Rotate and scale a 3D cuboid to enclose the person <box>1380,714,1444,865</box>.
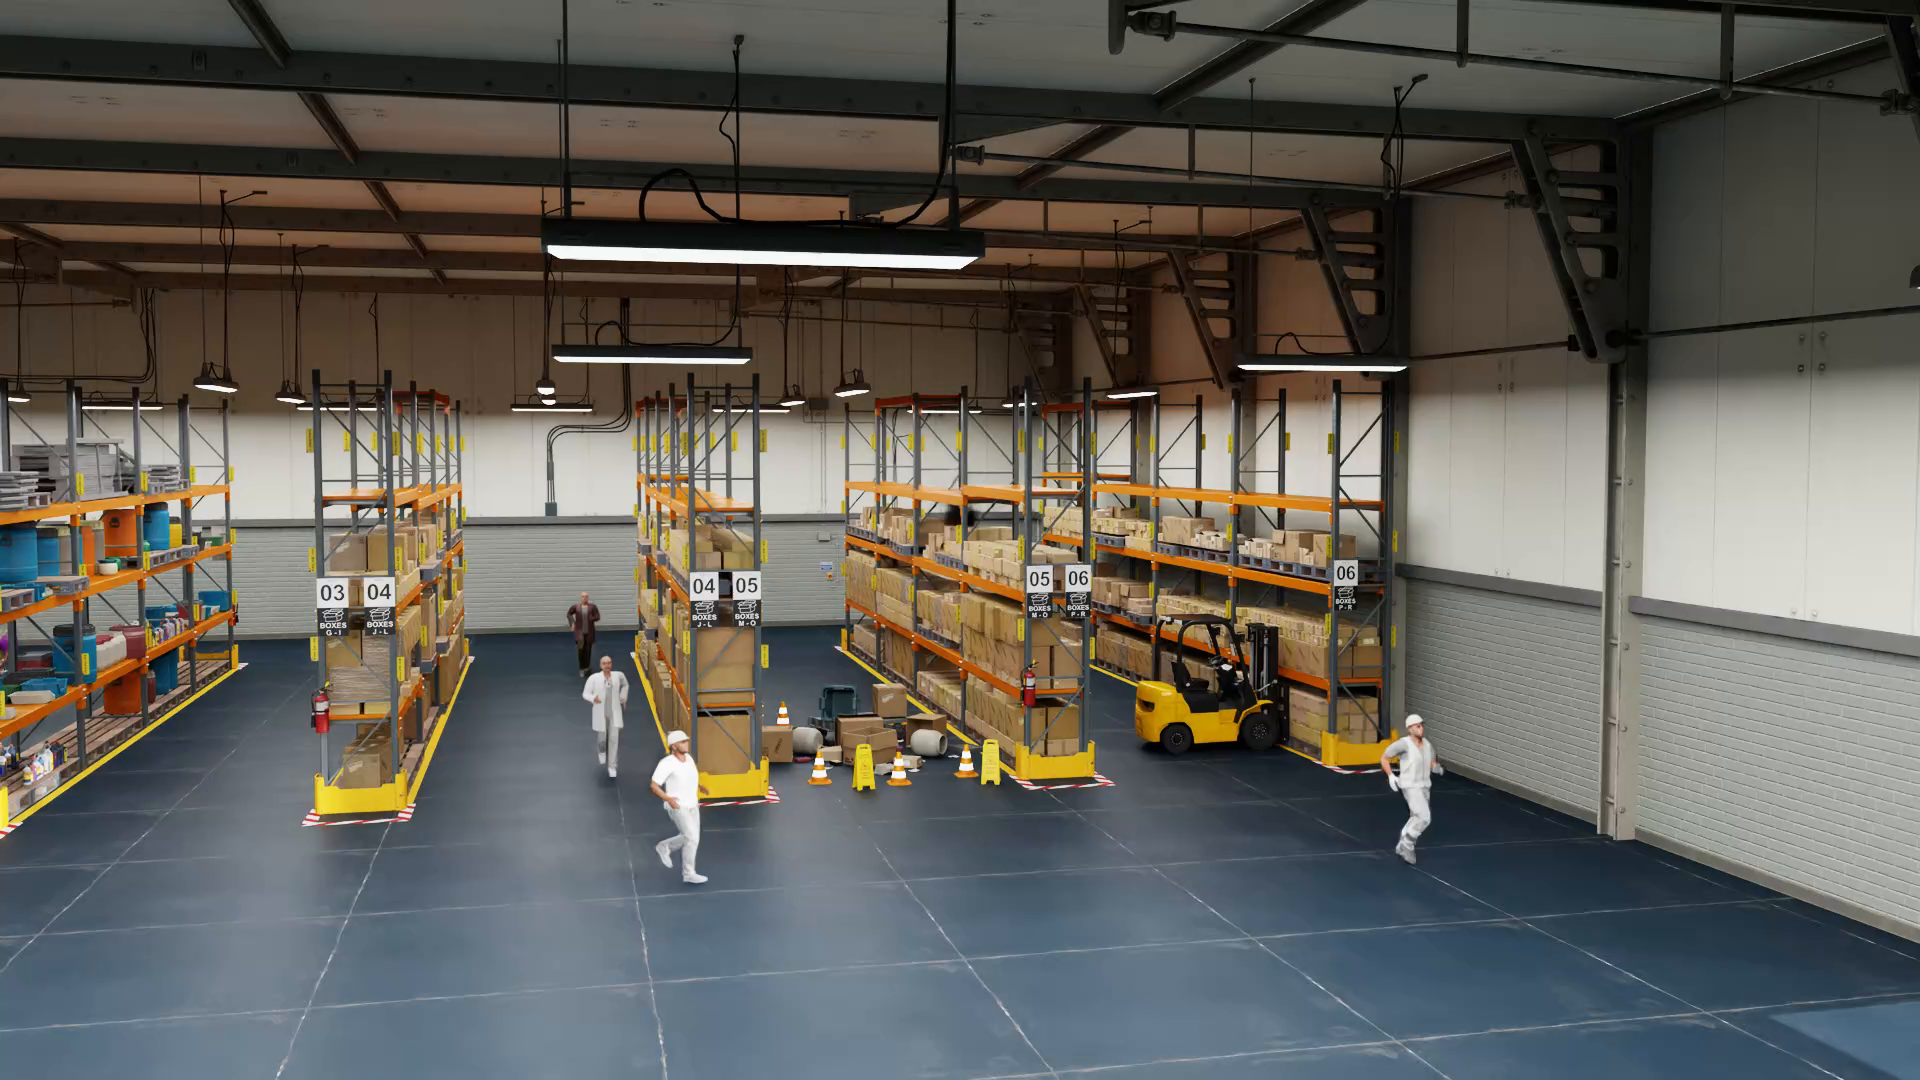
[{"bbox_3d":[5.432,2.963,19.768,0.649,1.769,0.691,-2,4,-33],"label":"person"}]

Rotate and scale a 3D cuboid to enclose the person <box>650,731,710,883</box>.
[{"bbox_3d":[-3.218,3.040,19.029,0.770,1.729,0.709,2,4,25],"label":"person"}]

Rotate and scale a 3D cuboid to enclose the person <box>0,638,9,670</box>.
[{"bbox_3d":[-17.835,2.373,30.514,0.674,1.719,0.569,-1,3,-15],"label":"person"}]

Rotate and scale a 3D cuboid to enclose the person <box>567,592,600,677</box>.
[{"bbox_3d":[-8.133,2.042,36.012,0.686,1.845,0.793,-1,3,-19],"label":"person"}]

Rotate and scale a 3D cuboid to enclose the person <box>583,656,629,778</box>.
[{"bbox_3d":[-5.356,2.646,25.242,0.712,1.776,1.037,-1,3,-18],"label":"person"}]
